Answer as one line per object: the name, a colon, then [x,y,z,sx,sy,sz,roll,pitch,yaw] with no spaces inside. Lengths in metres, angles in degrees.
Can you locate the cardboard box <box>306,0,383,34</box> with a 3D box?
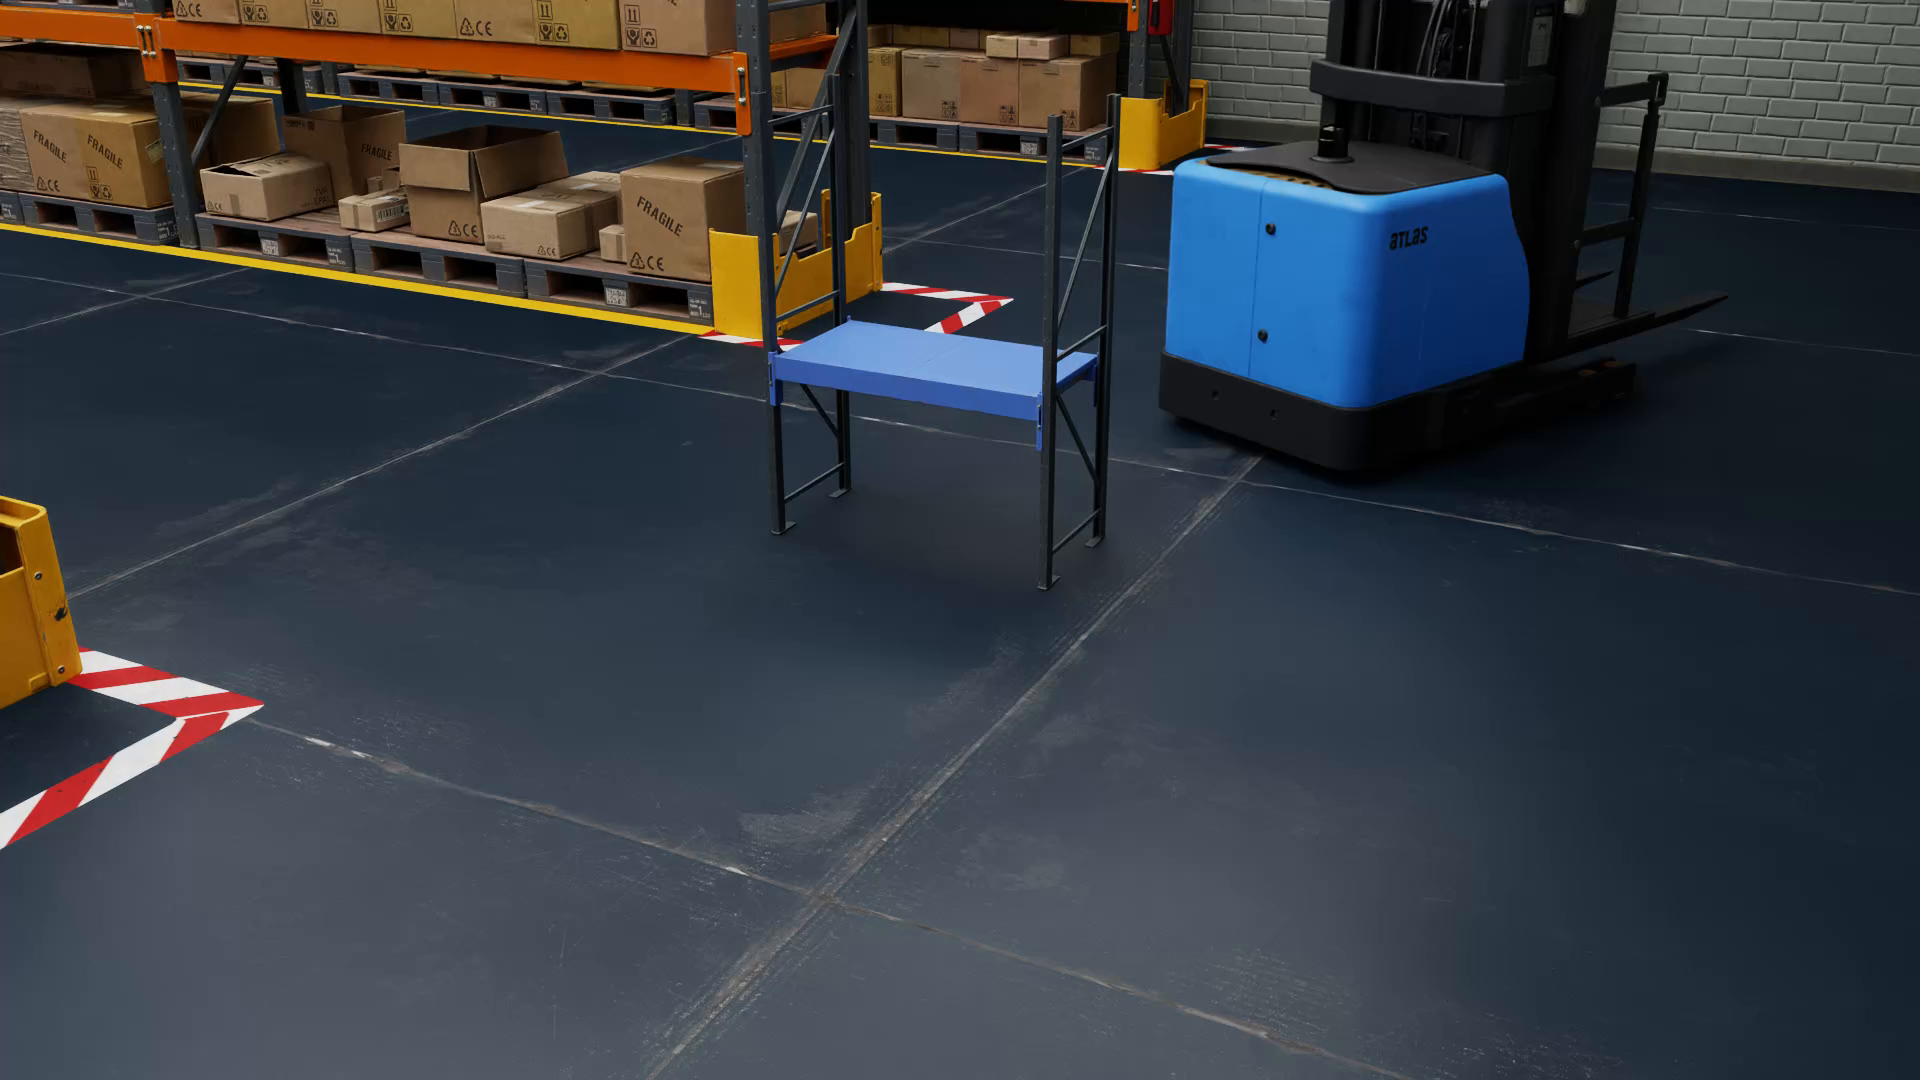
cardboard box: [-3.076,-2.947,8.720,0.500,0.500,0.500,11,25,24]

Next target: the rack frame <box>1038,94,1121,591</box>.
rack frame: [0.378,-0.615,5.281,0.032,1.500,0.500,11,25,25]

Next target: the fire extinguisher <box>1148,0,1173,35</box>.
fire extinguisher: [1.416,-3.894,11.650,0.183,0.674,0.296,11,25,25]

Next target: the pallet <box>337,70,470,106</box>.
pallet: [-4.980,-4.253,15.481,1.213,0.211,1.003,11,25,25]

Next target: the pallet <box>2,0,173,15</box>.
pallet: [-4.975,-3.356,10.053,1.213,0.211,1.003,11,25,25]

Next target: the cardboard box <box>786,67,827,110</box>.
cardboard box: [-1.012,-3.781,13.465,0.500,0.500,0.700,11,25,24]

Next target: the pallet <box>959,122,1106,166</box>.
pallet: [0.741,-3.120,12.817,1.213,0.211,1.003,11,25,25]

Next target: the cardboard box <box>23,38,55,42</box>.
cardboard box: [-9.710,-5.391,17.652,0.250,0.166,0.380,8,24,18]

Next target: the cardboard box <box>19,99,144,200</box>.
cardboard box: [-5.319,-2.394,10.179,0.500,0.500,0.500,11,26,25]

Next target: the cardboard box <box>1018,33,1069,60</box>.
cardboard box: [0.623,-3.678,12.395,0.250,0.149,0.380,11,25,24]

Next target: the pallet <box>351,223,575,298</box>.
pallet: [-2.606,-1.645,9.349,1.213,0.211,1.003,11,25,25]

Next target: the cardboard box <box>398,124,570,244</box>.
cardboard box: [-2.633,-1.989,9.221,0.637,0.503,0.797,11,25,25]

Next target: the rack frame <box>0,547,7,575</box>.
rack frame: [-2.980,-0.829,3.867,0.127,3.000,1.000,11,25,25]

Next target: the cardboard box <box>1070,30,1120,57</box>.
cardboard box: [1.022,-3.767,12.604,0.250,0.149,0.380,11,26,25]

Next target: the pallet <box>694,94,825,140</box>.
pallet: [-1.436,-3.551,13.830,1.213,0.211,1.003,11,25,25]

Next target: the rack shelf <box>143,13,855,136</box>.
rack shelf: [-2.527,-2.581,8.905,4.000,0.370,1.077,11,25,25]

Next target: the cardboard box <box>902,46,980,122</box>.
cardboard box: [-0.076,-3.598,13.035,0.500,0.500,0.700,10,25,23]

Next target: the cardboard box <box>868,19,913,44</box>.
cardboard box: [-0.567,-4.081,13.341,0.250,0.149,0.380,11,26,25]

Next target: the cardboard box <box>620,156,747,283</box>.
cardboard box: [-1.338,-1.621,8.360,0.500,0.500,0.500,11,25,25]

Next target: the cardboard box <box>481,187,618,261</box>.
cardboard box: [-2.173,-1.684,8.828,0.500,0.250,0.500,11,25,25]

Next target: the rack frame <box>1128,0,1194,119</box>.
rack frame: [1.490,-4.289,12.003,0.127,3.000,1.000,11,25,25]

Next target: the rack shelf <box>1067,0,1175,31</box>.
rack shelf: [-0.295,-4.311,12.974,4.000,0.370,1.077,11,25,25]

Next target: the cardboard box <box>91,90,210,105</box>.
cardboard box: [-5.114,-2.578,10.611,0.500,0.500,0.500,12,26,25]

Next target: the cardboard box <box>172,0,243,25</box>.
cardboard box: [-3.980,-3.126,9.139,0.500,0.500,0.500,12,26,26]

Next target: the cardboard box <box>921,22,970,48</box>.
cardboard box: [-0.110,-3.990,13.129,0.250,0.149,0.380,11,26,25]

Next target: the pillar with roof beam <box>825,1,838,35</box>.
pillar with roof beam: [-3.007,-6.431,9.374,0.400,9.000,9.100,11,25,25]

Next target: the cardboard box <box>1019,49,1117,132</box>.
cardboard box: [0.820,-3.421,12.619,0.500,0.500,0.700,11,25,25]

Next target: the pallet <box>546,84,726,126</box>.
pallet: [-2.802,-3.822,14.468,1.213,0.211,1.003,11,25,25]

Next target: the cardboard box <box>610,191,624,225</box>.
cardboard box: [-1.545,-1.779,9.052,0.500,0.250,0.500,11,25,25]

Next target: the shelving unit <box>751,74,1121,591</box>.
shelving unit: [-0.076,-0.705,5.492,1.048,1.500,0.538,11,25,25]

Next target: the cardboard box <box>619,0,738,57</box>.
cardboard box: [-1.264,-2.589,7.876,0.500,0.500,0.500,12,26,26]

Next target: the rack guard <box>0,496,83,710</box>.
rack guard: [-2.953,0.321,4.357,0.348,0.500,1.175,11,25,25]

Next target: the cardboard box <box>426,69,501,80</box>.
cardboard box: [-4.274,-4.573,14.881,0.750,0.750,0.750,11,25,24]

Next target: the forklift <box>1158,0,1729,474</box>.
forklift: [2.286,-2.051,6.827,3.031,2.935,1.130,-17,29,-35]

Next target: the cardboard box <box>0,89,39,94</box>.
cardboard box: [-6.008,-2.758,11.035,0.500,0.500,0.500,10,25,23]

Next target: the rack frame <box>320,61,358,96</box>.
rack frame: [-5.649,-5.702,15.325,0.127,3.000,1.000,11,25,25]

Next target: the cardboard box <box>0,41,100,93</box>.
cardboard box: [-5.974,-3.098,10.875,0.500,0.250,0.500,11,25,24]

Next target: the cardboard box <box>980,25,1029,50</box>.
cardboard box: [0.346,-3.901,12.918,0.250,0.149,0.380,11,26,25]

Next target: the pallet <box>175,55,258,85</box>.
pallet: [-7.431,-4.773,16.704,1.213,0.211,1.003,11,25,25]

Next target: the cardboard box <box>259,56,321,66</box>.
cardboard box: [-6.316,-4.863,15.984,0.500,0.500,0.700,12,26,25]

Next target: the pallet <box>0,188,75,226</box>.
pallet: [-6.147,-2.327,10.952,1.213,0.211,1.003,11,25,25]

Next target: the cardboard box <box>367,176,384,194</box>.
cardboard box: [-3.313,-2.109,9.956,0.250,0.149,0.380,11,25,25]

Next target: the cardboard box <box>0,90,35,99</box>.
cardboard box: [-6.221,-2.572,10.597,0.500,0.500,0.500,10,25,23]

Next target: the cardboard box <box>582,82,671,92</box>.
cardboard box: [-2.719,-4.269,14.166,0.750,0.750,0.750,12,26,25]

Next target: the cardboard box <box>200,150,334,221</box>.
cardboard box: [-4.035,-2.080,9.682,0.500,0.311,0.500,11,25,25]

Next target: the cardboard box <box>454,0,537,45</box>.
cardboard box: [-2.172,-2.769,8.300,0.500,0.500,0.500,11,26,25]

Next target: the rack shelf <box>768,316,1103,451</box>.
rack shelf: [-0.076,-0.540,5.562,1.000,0.185,0.538,11,25,25]

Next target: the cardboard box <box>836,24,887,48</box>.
cardboard box: [-0.770,-3.953,13.041,0.250,0.149,0.380,10,25,23]

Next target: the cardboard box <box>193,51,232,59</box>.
cardboard box: [-7.179,-5.072,16.477,0.500,0.500,0.700,11,25,24]

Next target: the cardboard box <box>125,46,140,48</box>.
cardboard box: [-8.071,-5.263,16.924,0.500,0.500,0.700,11,25,24]
